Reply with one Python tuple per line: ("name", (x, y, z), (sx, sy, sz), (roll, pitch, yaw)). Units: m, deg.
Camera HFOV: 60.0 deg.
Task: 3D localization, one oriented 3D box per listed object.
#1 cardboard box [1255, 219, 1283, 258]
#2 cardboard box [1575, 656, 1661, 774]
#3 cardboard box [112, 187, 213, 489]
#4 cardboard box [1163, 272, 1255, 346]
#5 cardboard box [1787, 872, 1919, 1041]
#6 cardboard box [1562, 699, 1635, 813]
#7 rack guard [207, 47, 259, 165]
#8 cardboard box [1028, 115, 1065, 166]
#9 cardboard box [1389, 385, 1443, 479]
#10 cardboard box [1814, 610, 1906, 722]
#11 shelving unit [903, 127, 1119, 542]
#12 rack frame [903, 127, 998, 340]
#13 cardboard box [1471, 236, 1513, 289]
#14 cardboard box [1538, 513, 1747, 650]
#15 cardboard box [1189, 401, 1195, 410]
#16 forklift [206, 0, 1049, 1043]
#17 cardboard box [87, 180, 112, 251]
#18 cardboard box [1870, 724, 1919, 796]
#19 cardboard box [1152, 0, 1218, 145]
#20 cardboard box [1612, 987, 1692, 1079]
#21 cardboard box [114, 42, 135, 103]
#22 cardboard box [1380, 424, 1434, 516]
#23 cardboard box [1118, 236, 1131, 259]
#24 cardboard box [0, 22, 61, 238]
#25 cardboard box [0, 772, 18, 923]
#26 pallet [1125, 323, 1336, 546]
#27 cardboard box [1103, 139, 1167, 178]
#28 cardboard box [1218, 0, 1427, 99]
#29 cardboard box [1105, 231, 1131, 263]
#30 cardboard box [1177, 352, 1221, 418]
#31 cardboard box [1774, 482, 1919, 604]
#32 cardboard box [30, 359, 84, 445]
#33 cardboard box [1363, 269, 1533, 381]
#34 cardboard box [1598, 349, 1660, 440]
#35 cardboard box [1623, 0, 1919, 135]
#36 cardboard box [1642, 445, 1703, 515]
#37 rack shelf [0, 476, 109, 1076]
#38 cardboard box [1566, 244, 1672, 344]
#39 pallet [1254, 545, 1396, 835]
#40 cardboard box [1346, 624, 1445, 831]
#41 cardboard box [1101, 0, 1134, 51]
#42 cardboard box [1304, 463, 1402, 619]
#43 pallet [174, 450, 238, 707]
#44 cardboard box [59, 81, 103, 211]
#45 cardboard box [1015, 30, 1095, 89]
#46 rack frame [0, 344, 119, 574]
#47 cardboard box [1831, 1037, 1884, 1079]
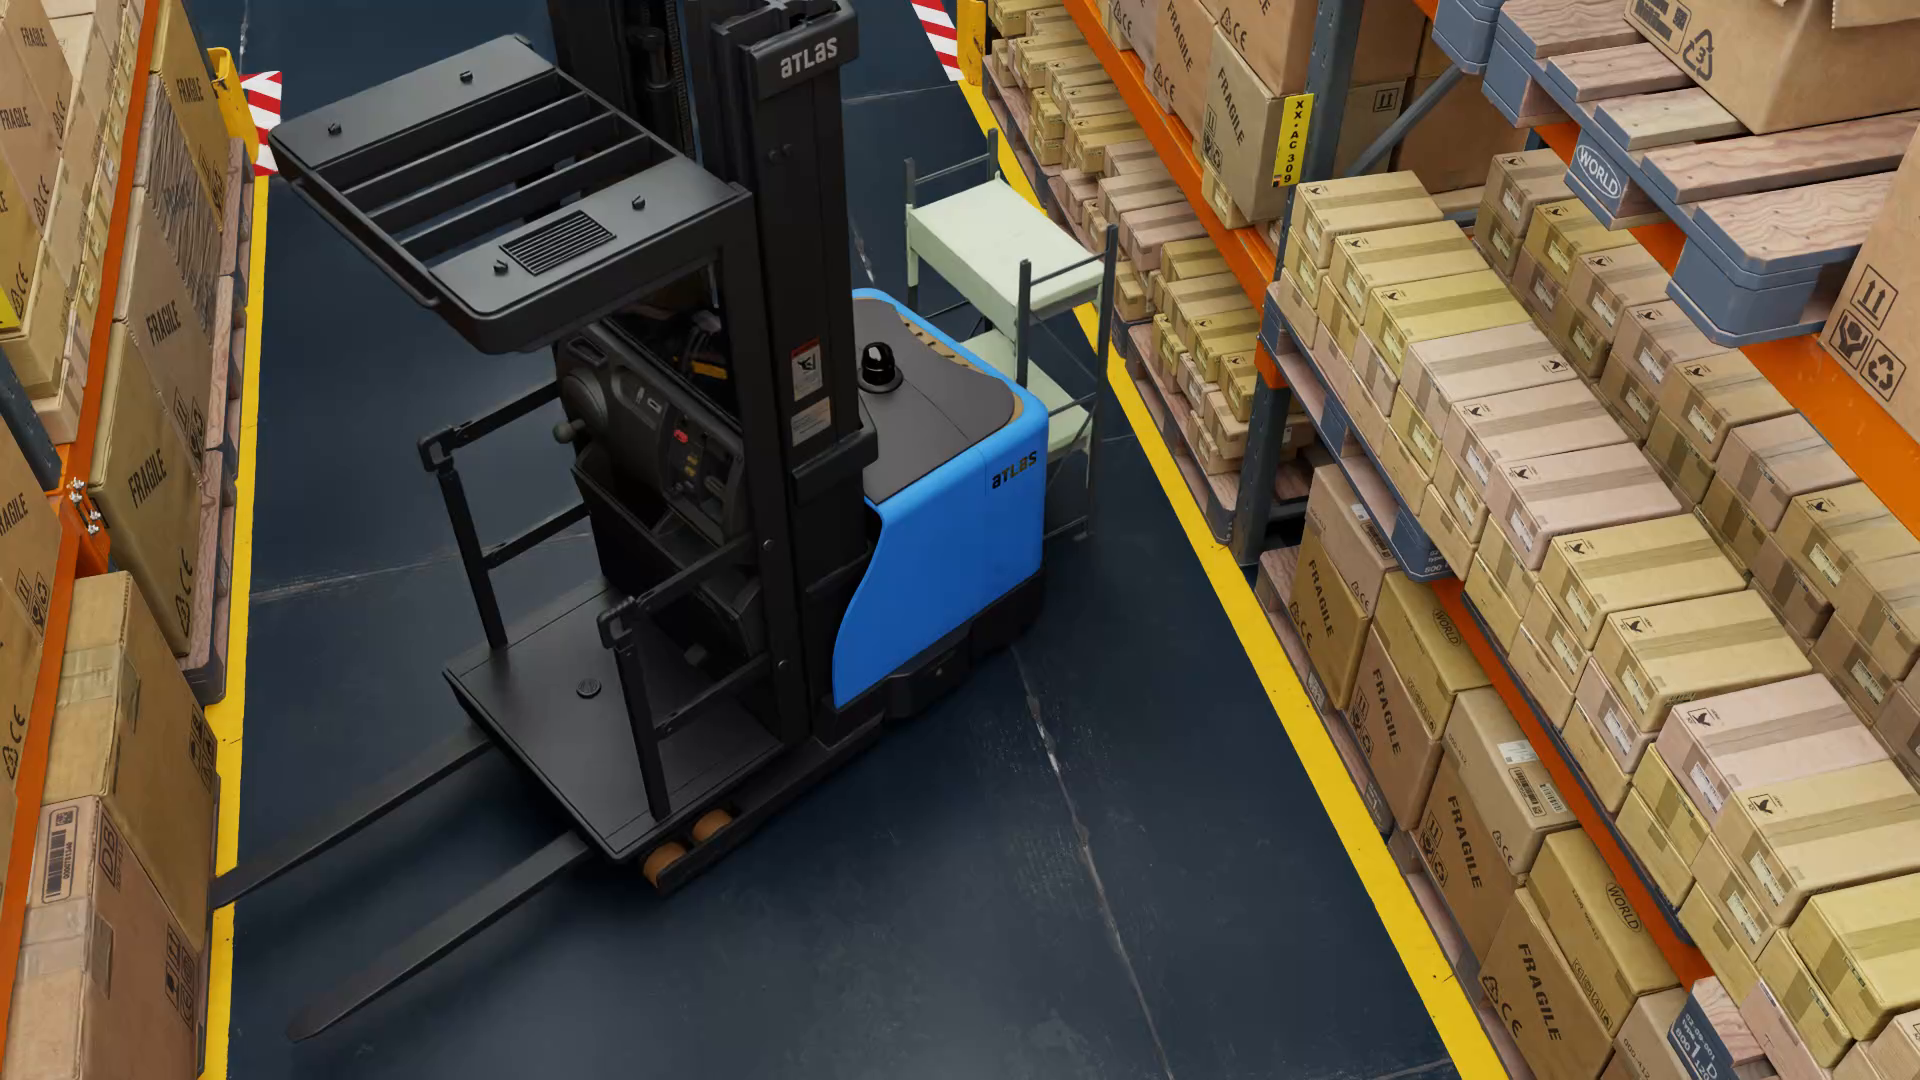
("cardboard box", (1.283, -1.136, 5.939), (0.380, 0.149, 0.250), (-11, 47, -11))
("cardboard box", (1.708, 0.381, 3.950), (0.380, 0.149, 0.250), (-10, 46, -9))
("cardboard box", (-3.560, -0.727, 6.556), (0.875, 0.875, 0.875), (-11, 47, -10))
("cardboard box", (1.066, -0.964, 6.880), (0.380, 0.149, 0.250), (-11, 47, -11))
("cardboard box", (1.909, 0.816, 3.315), (0.380, 0.149, 0.250), (-9, 46, -9))
("cardboard box", (1.713, 0.490, 4.051), (0.380, 0.149, 0.250), (-9, 46, -9))
("rack guard", (-4.268, -2.135, 8.493), (1.175, 0.500, 0.348), (-11, 47, -10))
("cardboard box", (0.559, -2.027, 8.339), (0.380, 0.149, 0.250), (-10, 46, -10))
("cardboard box", (1.441, -0.340, 4.657), (0.380, 0.149, 0.250), (-13, 47, -12))
("cardboard box", (2.346, 0.270, 4.059), (0.380, 0.149, 0.250), (-11, 47, -11))
("shelving unit", (0.171, -0.698, 6.384), (0.431, 1.500, 0.755), (-25, 51, -23))
("rack frame", (-0.031, -0.916, 6.597), (0.400, 1.500, 0.023), (-25, 51, -23))
("cardboard box", (1.876, -0.890, 5.404), (0.380, 0.149, 0.250), (-12, 47, -11))
("cardboard box", (1.643, 0.098, 4.019), (0.380, 0.149, 0.250), (-9, 46, -9))
("cardboard box", (1.167, -0.621, 6.961), (0.380, 0.149, 0.250), (-10, 46, -9))
("forklift", (-1.104, -0.274, 4.966), (3.031, 2.935, 1.130), (-33, 54, -28))
("cardboard box", (-3.262, -1.130, 5.933), (0.380, 0.149, 0.250), (-11, 47, -11))
("cardboard box", (2.408, 0.547, 3.996), (0.380, 0.149, 0.250), (-9, 46, -9))
("cardboard box", (1.054, -1.849, 6.184), (0.500, 0.500, 0.500), (-12, 47, -11))
("cardboard box", (2.038, 1.387, 4.222), (0.500, 0.250, 0.500), (-10, 46, -10))
("cardboard box", (-3.523, -1.836, 6.625), (0.380, 0.149, 0.250), (-11, 47, -10))
("cardboard box", (1.439, -0.235, 4.762), (0.380, 0.149, 0.250), (-10, 46, -10))
("cardboard box", (0.925, -1.400, 7.516), (0.380, 0.149, 0.250), (-13, 47, -12))
("cardboard box", (-3.232, -1.265, 5.261), (0.500, 0.500, 0.500), (-11, 47, -10))
("cardboard box", (-2.594, 0.708, 3.886), (0.500, 0.500, 0.500), (-11, 47, -11))
("pallet", (1.377, -0.550, 7.142), (1.003, 0.211, 1.213), (-11, 47, -10))
("cardboard box", (0.877, -1.703, 7.605), (0.380, 0.149, 0.250), (-11, 47, -10))
("cardboard box", (1.201, -1.833, 5.468), (0.500, 0.500, 0.500), (-12, 47, -12))
("cardboard box", (0.886, -1.334, 7.659), (0.380, 0.149, 0.250), (-10, 46, -10))
("cardboard box", (1.113, -0.666, 6.797), (0.380, 0.149, 0.250), (-13, 47, -12))
("cardboard box", (2.277, -0.009, 4.124), (0.380, 0.149, 0.250), (-11, 47, -11))
("cardboard box", (-2.992, -0.409, 5.227), (0.380, 0.149, 0.250), (-11, 47, -10))
("cardboard box", (1.379, -0.612, 4.714), (0.380, 0.149, 0.250), (-10, 46, -10))
("cardboard box", (2.079, -0.452, 4.767), (0.380, 0.149, 0.250), (-12, 47, -12))
("cardboard box", (1.851, -1.212, 3.371), (0.797, 0.503, 0.637), (-11, 47, -11))
("cardboard box", (2.145, -0.174, 4.703), (0.380, 0.149, 0.250), (-13, 47, -12))
("rack shelf", (-2.726, 1.401, 3.781), (1.077, 0.370, 4.000), (-11, 47, -10))
("cardboard box", (2.008, -0.731, 4.831), (0.380, 0.149, 0.250), (-12, 47, -12))
("pallet", (1.783, 0.444, 6.167), (1.003, 0.211, 1.213), (-11, 47, -10))
("cardboard box", (1.652, 0.582, 5.535), (0.500, 0.500, 0.500), (-9, 46, -9))
("cardboard box", (0.813, -2.202, 6.984), (0.380, 0.149, 0.250), (-10, 46, -10))
("cardboard box", (1.516, -0.045, 5.625), (0.500, 0.250, 0.500), (-13, 47, -12))
("pallet", (-3.357, 0.205, 6.402), (1.003, 0.211, 1.213), (-11, 47, -10))
("cardboard box", (-3.366, -1.357, 5.876), (0.500, 0.250, 0.500), (-10, 46, -9))
("cardboard box", (0.492, -2.399, 8.286), (0.380, 0.149, 0.250), (-11, 47, -10))
("rack frame", (-3.238, -0.232, 4.877), (1.000, 3.000, 0.127), (-11, 47, -10))
("cardboard box", (1.970, 1.087, 3.258), (0.380, 0.149, 0.250), (-9, 46, -9))
